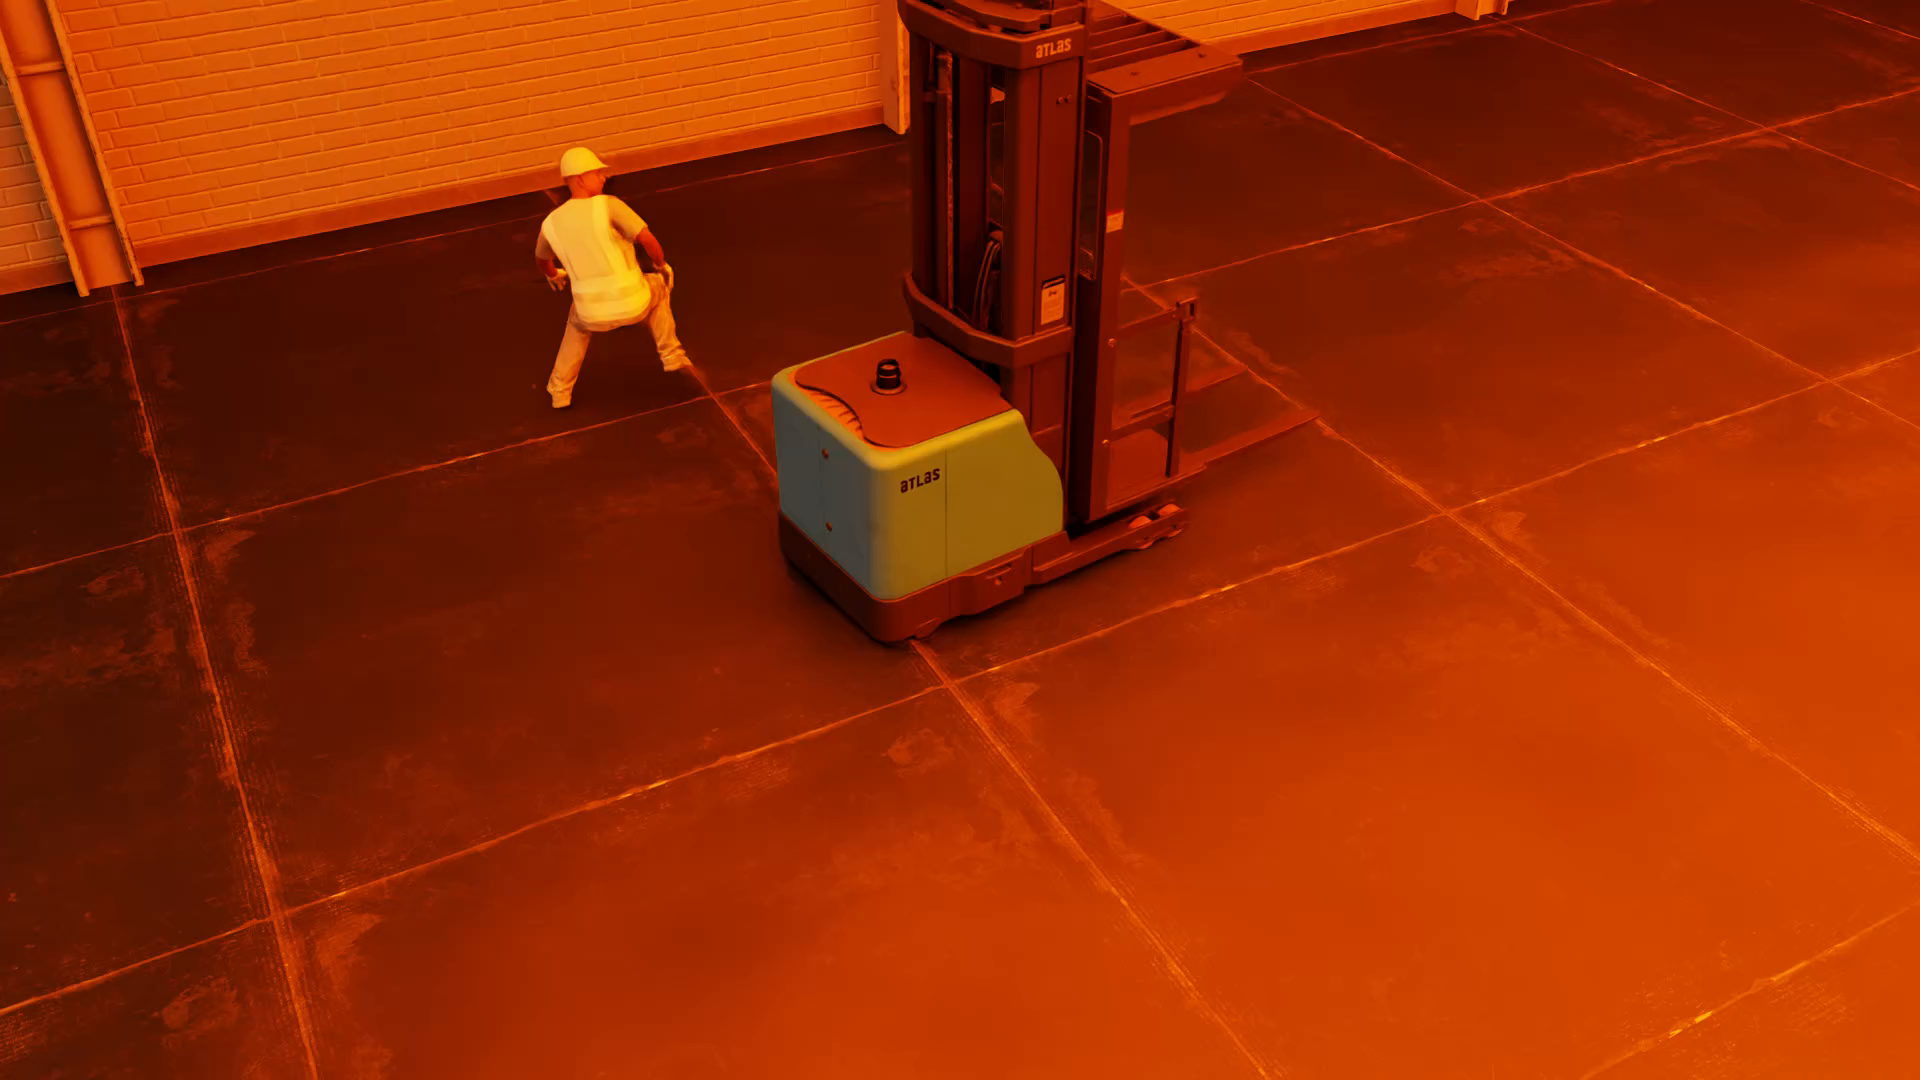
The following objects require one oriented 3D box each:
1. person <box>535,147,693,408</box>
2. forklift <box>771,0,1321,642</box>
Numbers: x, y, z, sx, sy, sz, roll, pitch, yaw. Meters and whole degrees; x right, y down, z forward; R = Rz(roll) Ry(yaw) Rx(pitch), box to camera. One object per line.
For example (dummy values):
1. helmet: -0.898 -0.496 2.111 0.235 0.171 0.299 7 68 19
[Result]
1. person: -2.019 -1.470 9.476 0.841 1.538 0.696 1 35 1
2. forklift: 0.583 -1.379 8.074 3.031 2.935 1.130 -22 41 -28
